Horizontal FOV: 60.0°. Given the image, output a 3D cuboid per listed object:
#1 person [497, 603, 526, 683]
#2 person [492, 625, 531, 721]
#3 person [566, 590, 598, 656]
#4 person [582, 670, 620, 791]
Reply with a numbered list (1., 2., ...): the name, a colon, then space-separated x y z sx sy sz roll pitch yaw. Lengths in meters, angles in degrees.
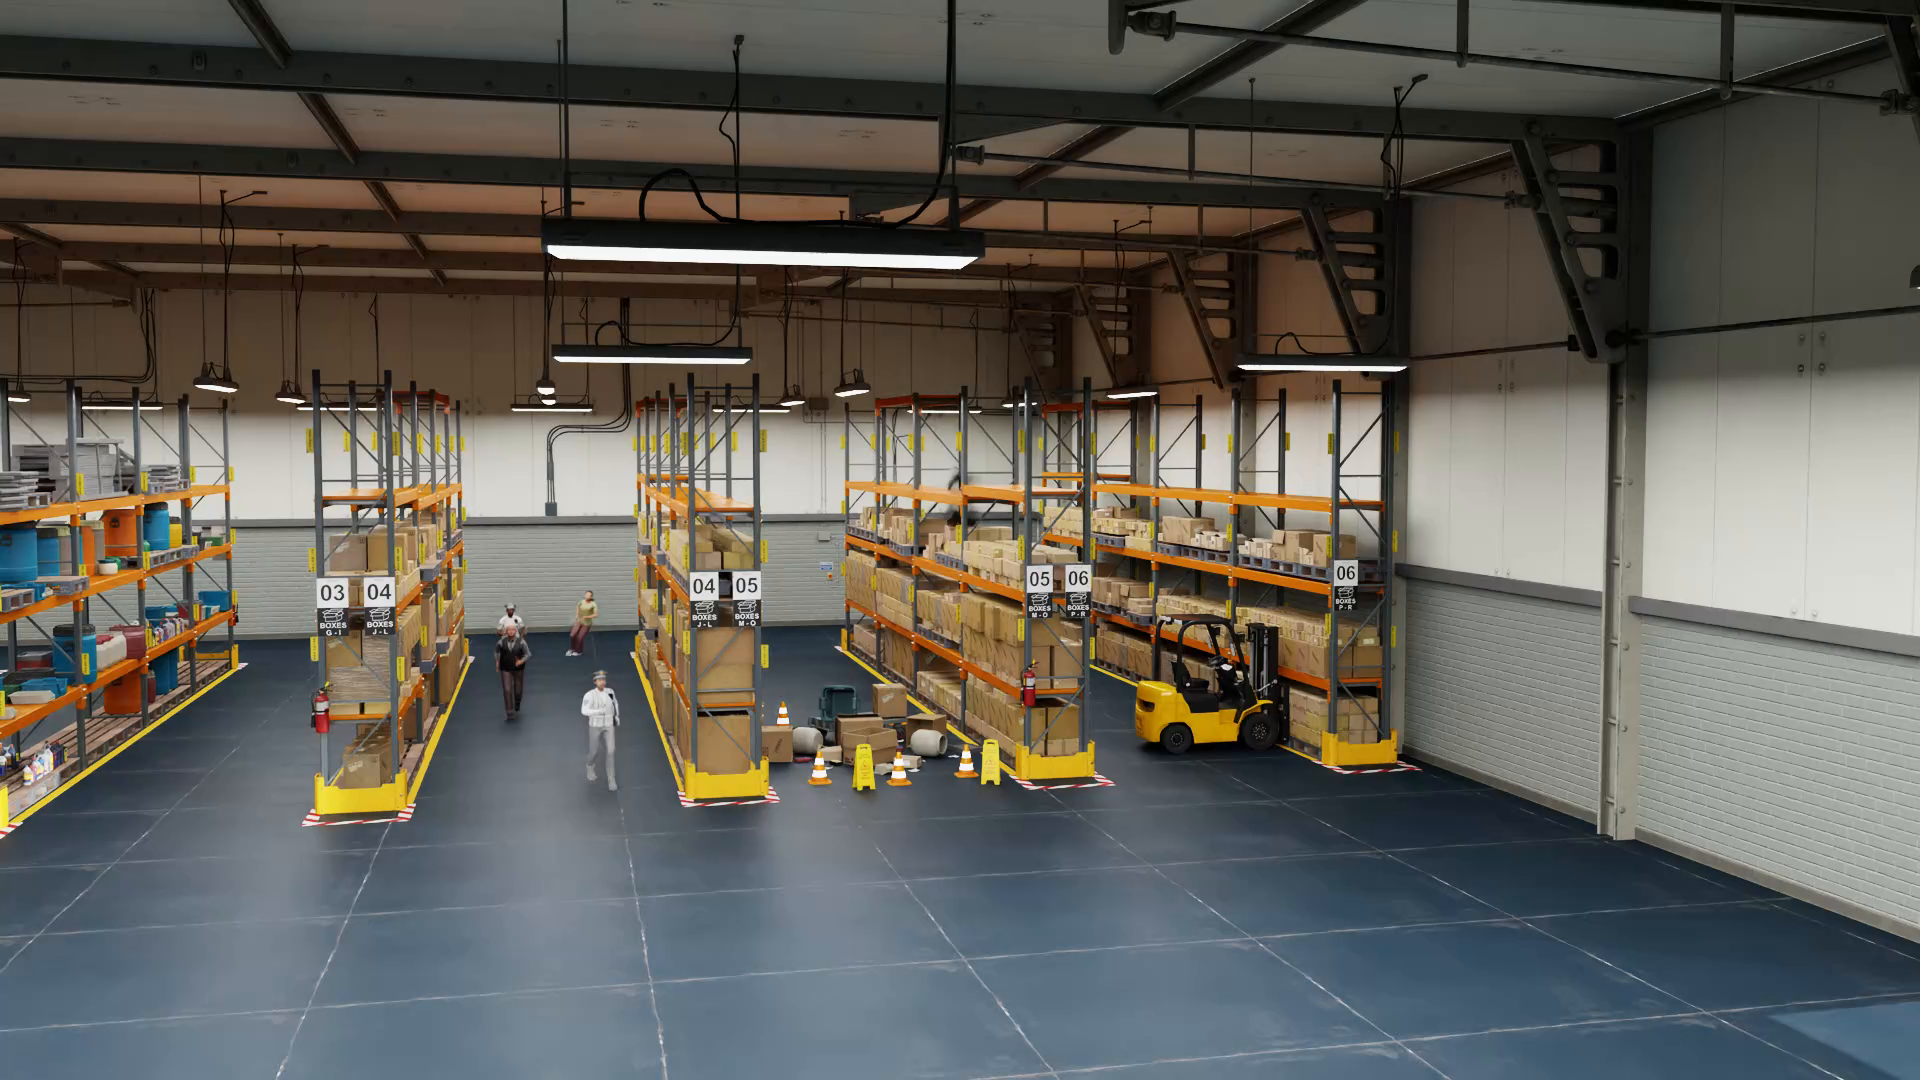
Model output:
1. person: -9.439 2.150 35.005 0.586 1.659 0.778 -1 3 -15
2. person: -8.172 2.390 30.315 0.684 1.698 0.908 -1 3 -13
3. person: -8.880 1.965 39.034 0.799 1.539 0.570 1 3 10
4. person: -5.222 2.733 24.223 0.604 1.696 0.924 -2 4 -27
